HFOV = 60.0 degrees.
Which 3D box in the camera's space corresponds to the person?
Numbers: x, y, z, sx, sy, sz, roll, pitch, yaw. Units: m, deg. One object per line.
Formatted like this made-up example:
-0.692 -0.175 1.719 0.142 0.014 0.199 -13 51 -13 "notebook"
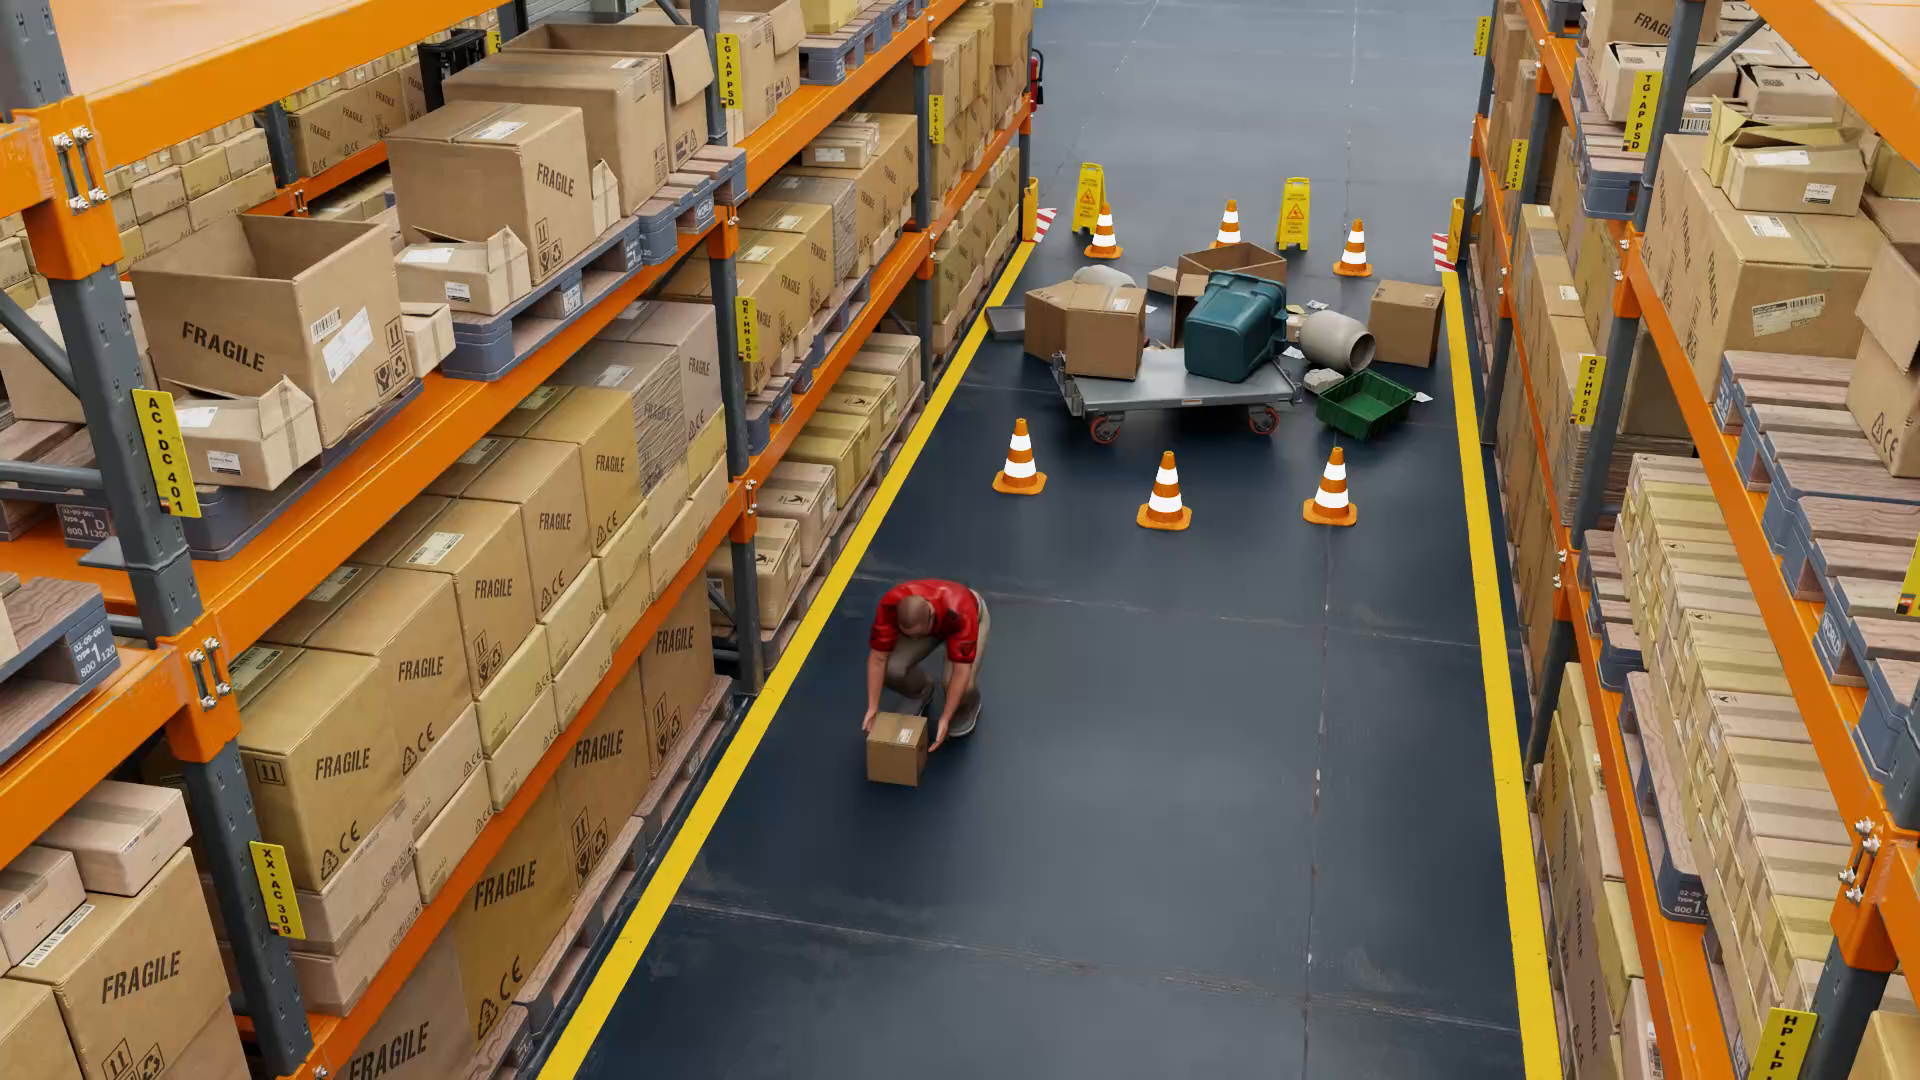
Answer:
-0.129 0.557 8.395 0.569 0.989 0.885 12 31 21 "person"
